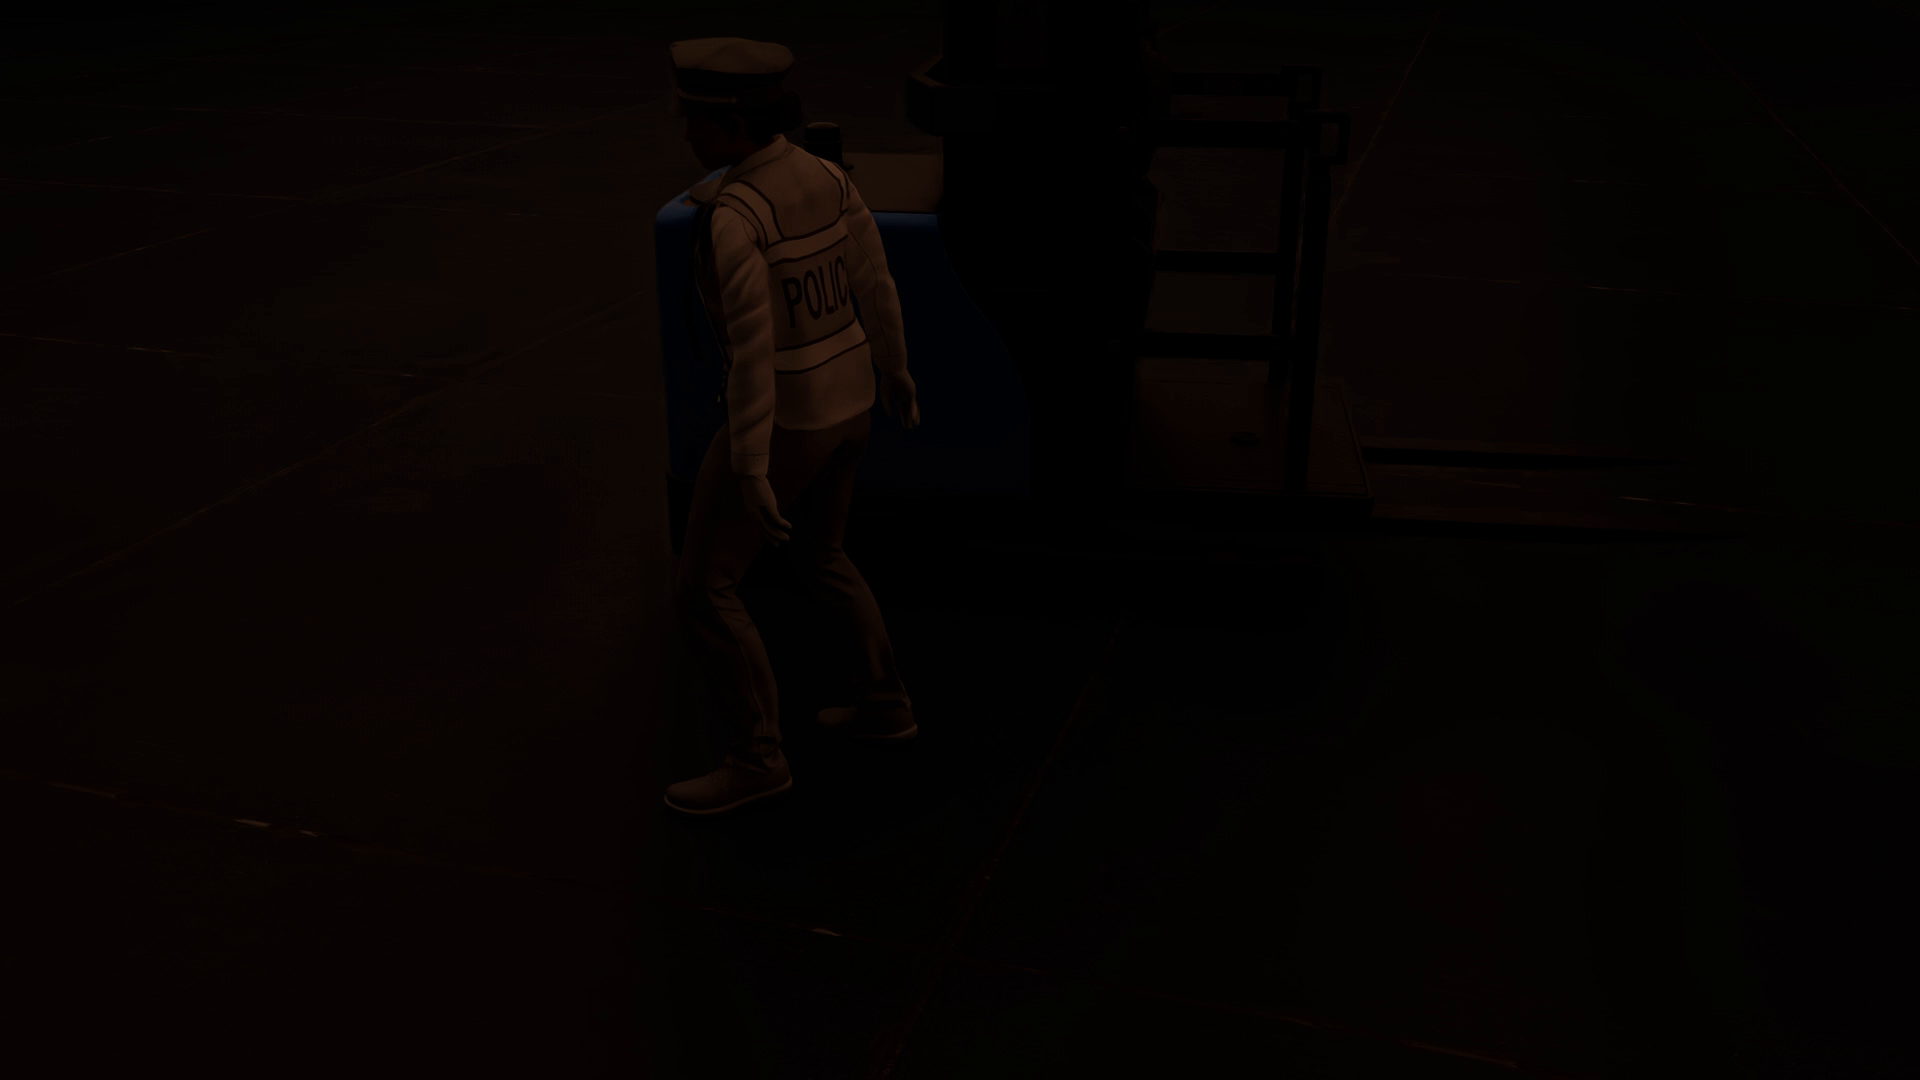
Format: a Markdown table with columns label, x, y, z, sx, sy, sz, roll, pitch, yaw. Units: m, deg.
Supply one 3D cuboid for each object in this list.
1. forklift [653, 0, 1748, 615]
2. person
| label | x | y | z | sx | sy | sz | roll | pitch | yaw |
| --- | --- | --- | --- | --- | --- | --- | --- | --- | --- |
| forklift | 0.708 | -1.362 | 4.579 | 3.031 | 2.935 | 1.130 | 3 | 23 | 7 |
| person | -0.355 | -0.240 | 3.622 | 0.417 | 1.642 | 0.796 | 12 | 25 | 27 |
